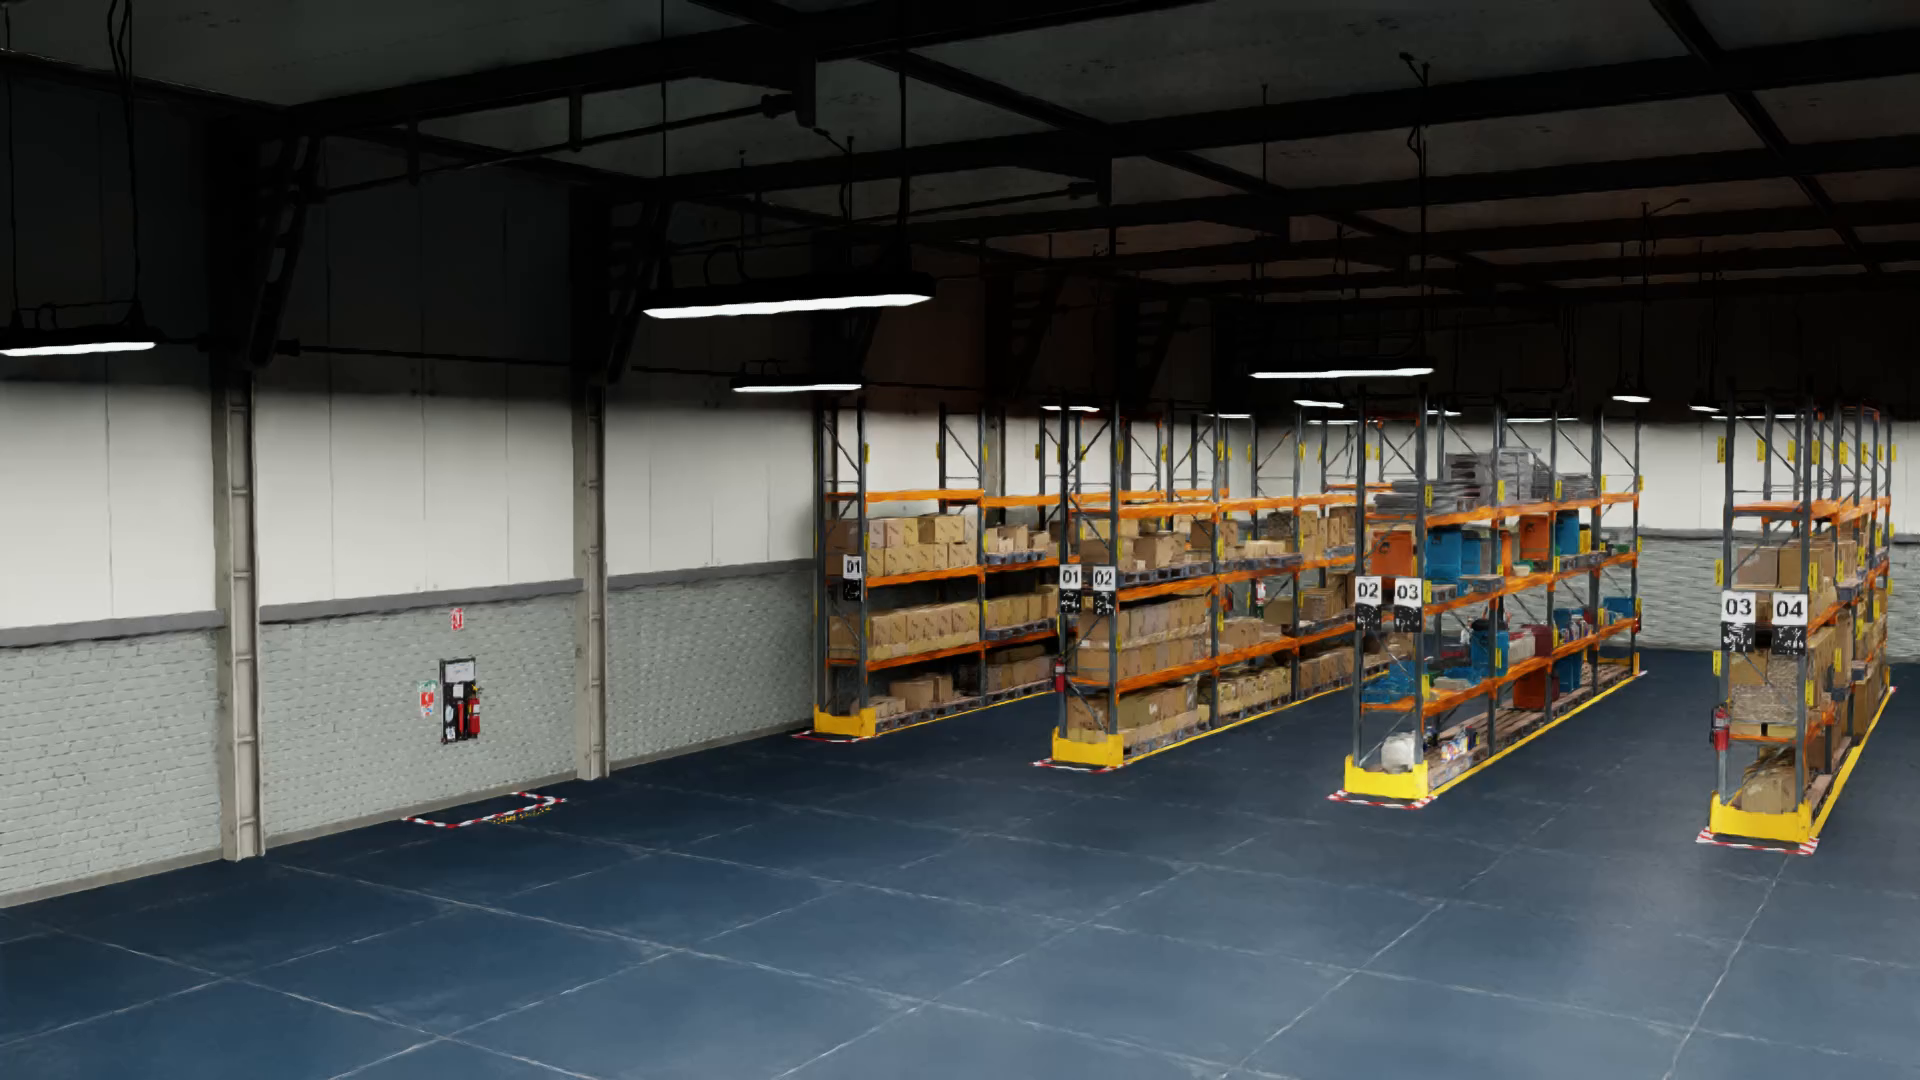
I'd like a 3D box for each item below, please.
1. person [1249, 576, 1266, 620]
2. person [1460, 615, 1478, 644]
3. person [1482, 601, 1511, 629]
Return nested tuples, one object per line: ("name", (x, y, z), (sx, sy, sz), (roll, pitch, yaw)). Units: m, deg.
("person", (8.072, 1.747, 44.790), (0.716, 1.785, 0.532), (-1, 3, -19))
("person", (10.725, 2.357, 34.888), (0.482, 1.589, 1.086), (2, 4, 35))
("person", (12.800, 2.056, 39.726), (0.677, 1.742, 0.552), (2, 3, 31))
